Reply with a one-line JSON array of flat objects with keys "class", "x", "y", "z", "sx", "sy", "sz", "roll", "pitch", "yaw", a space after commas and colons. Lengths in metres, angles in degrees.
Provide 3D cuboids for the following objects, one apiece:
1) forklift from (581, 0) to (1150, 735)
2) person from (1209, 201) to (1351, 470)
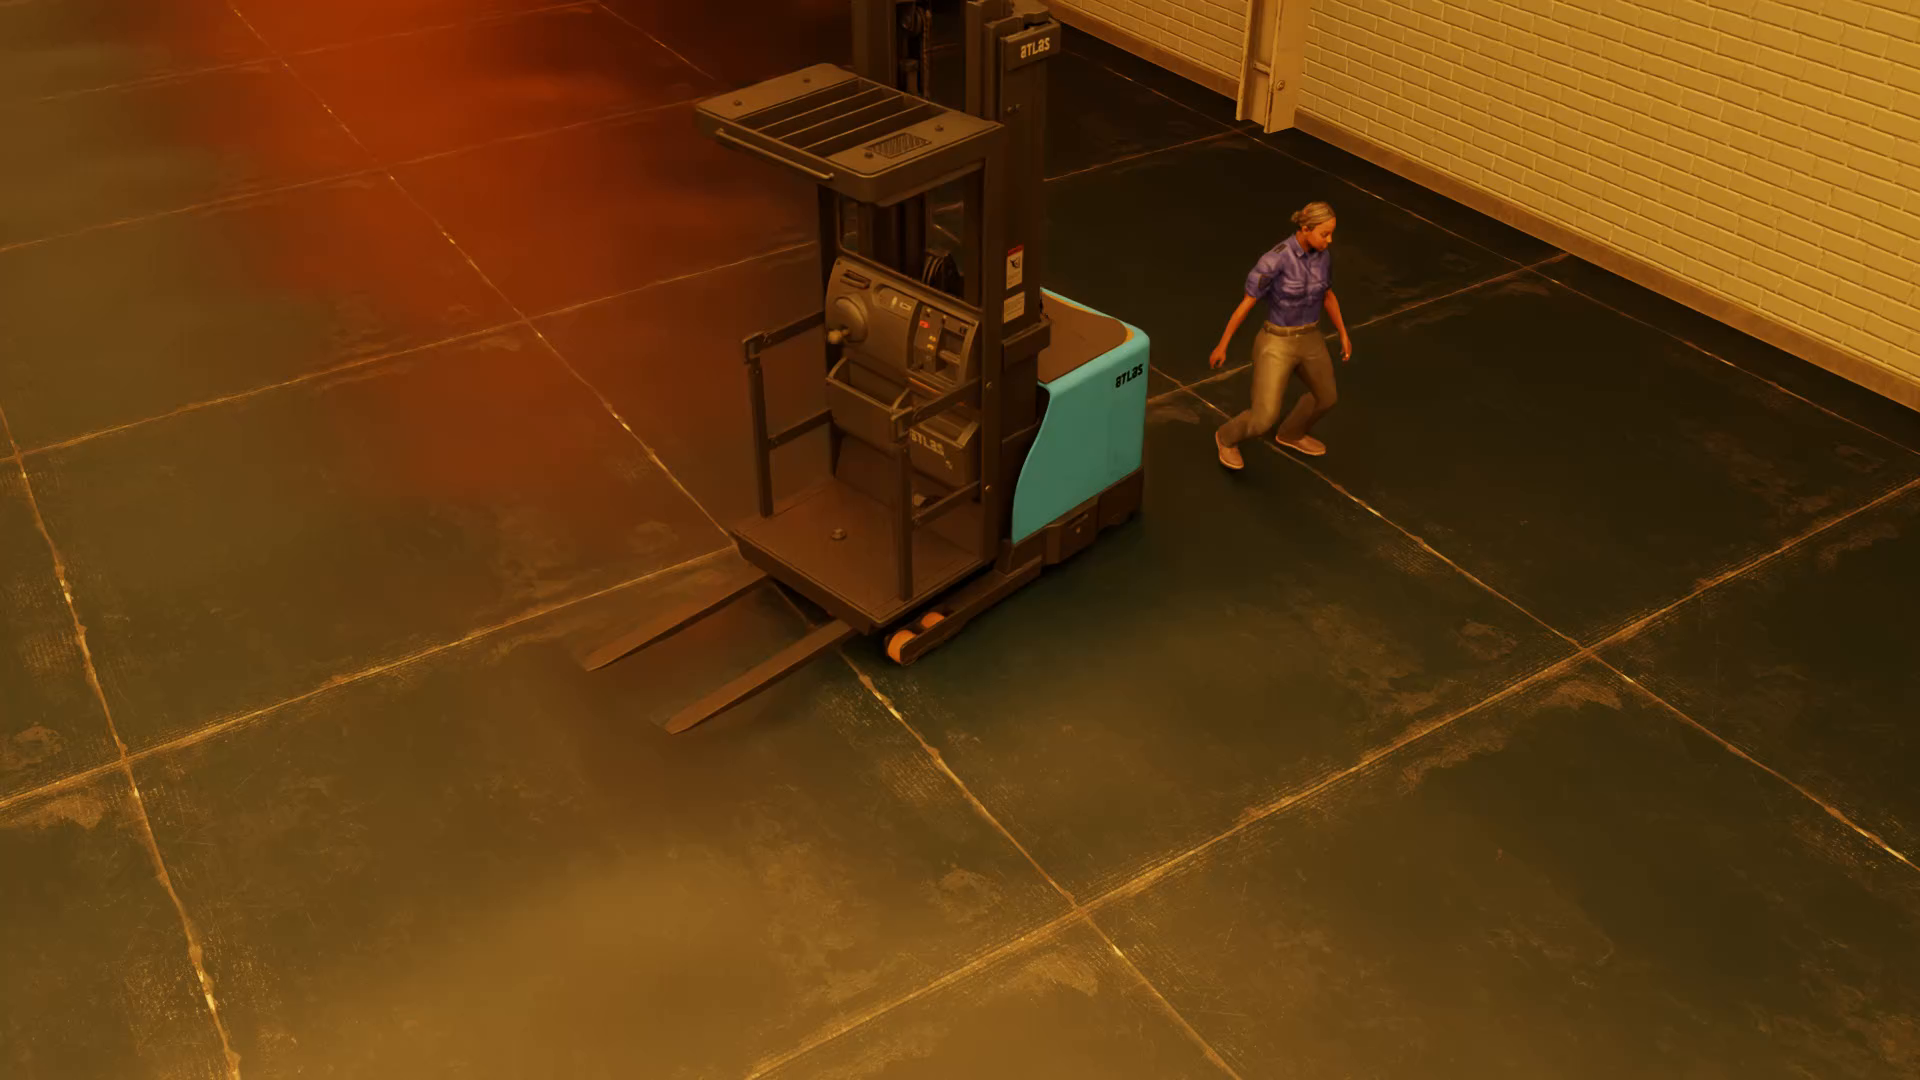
[{"class": "forklift", "x": -0.420, "y": -0.942, "z": 7.488, "sx": 1.130, "sy": 2.935, "sz": 3.031, "roll": 29, "pitch": 44, "yaw": 35}, {"class": "person", "x": 1.711, "y": -1.051, "z": 8.841, "sx": 0.791, "sy": 1.576, "sz": 0.473, "roll": -16, "pitch": 38, "yaw": -21}]
